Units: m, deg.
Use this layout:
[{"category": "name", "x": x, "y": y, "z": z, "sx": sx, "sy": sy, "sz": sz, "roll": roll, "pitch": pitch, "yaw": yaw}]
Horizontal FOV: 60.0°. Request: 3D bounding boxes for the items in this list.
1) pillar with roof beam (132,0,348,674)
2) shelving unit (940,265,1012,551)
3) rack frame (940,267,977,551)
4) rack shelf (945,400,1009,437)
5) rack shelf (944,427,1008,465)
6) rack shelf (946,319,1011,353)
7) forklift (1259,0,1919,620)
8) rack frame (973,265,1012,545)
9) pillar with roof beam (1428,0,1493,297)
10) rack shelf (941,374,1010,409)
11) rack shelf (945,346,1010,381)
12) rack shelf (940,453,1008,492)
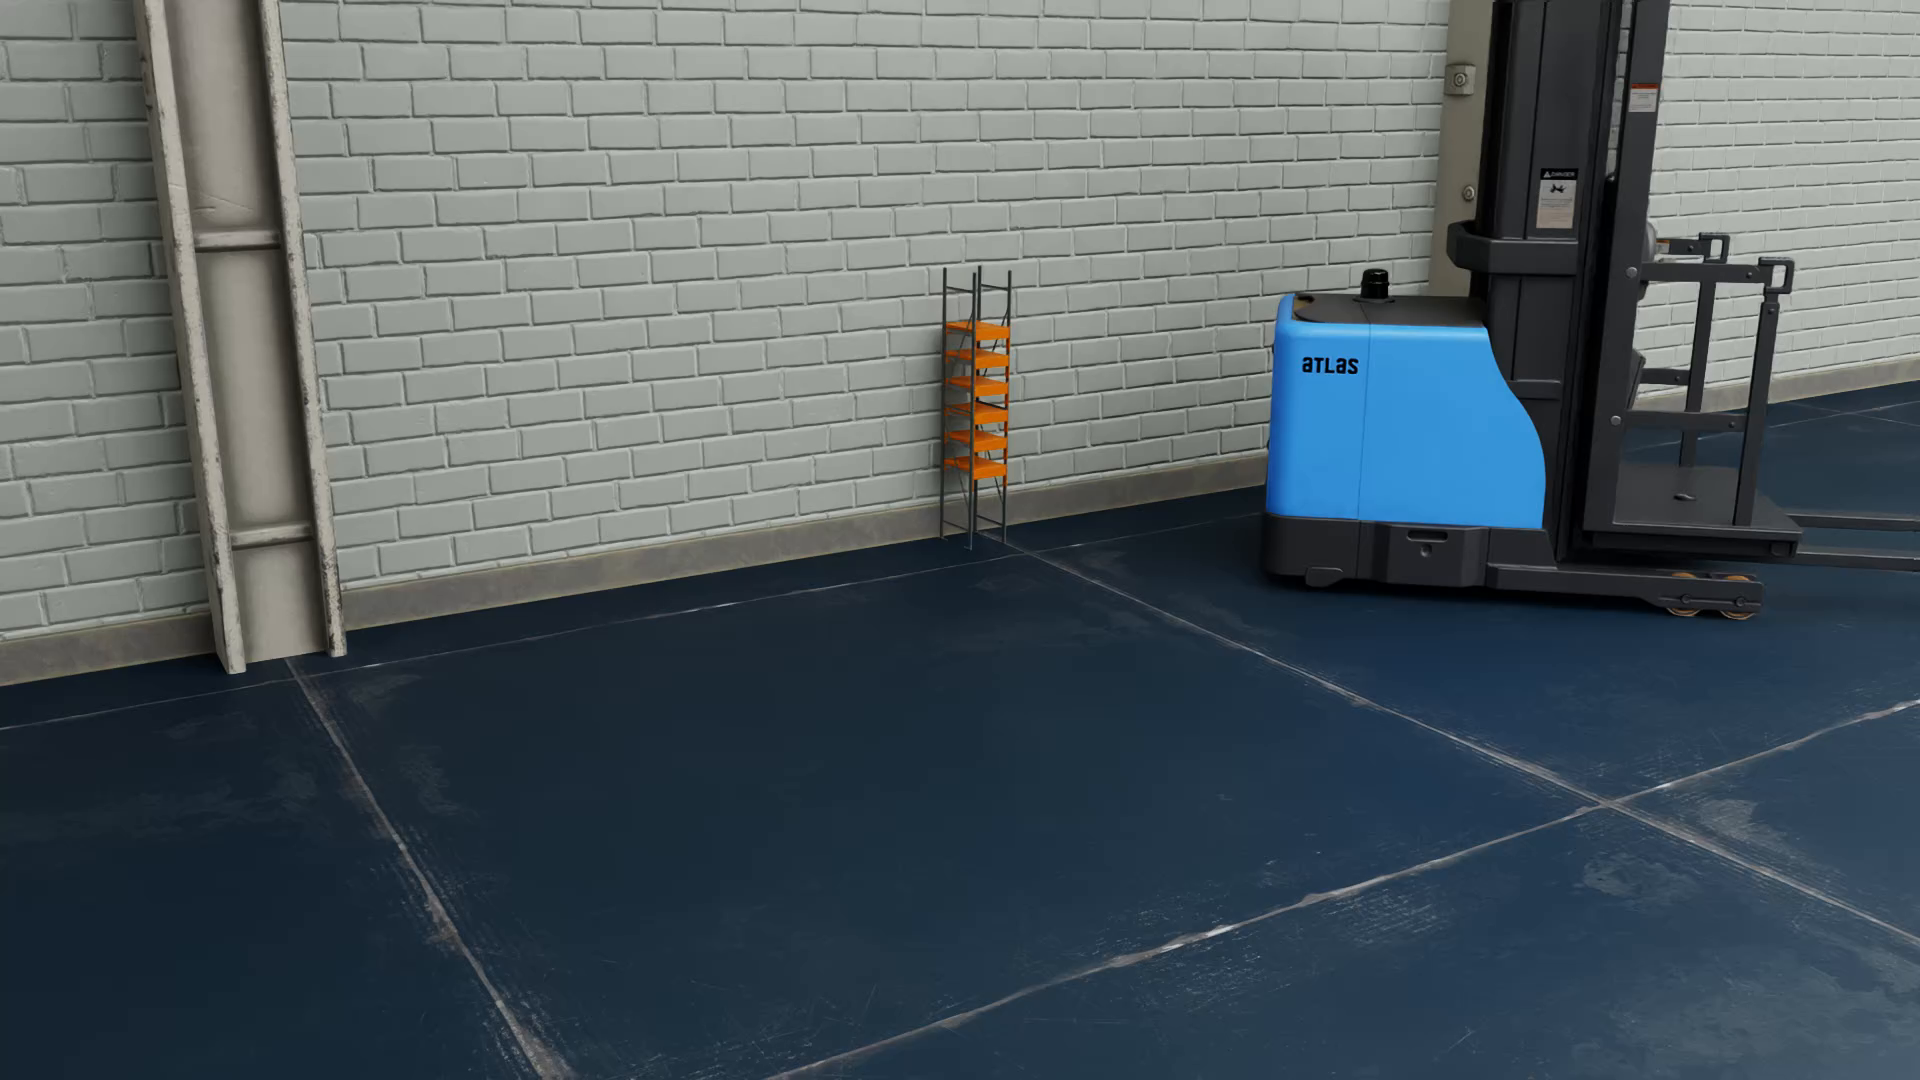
[{"category": "pillar with roof beam", "x": -0.222, "y": -2.935, "z": 1.207, "sx": 0.400, "sy": 9.000, "sz": 9.100, "roll": -9, "pitch": 18, "yaw": -30}, {"category": "shelving unit", "x": 0.064, "y": -0.572, "z": 7.220, "sx": 0.189, "sy": 1.200, "sz": 0.258, "roll": -10, "pitch": 19, "yaw": -34}, {"category": "rack frame", "x": -0.011, "y": -0.559, "z": 7.169, "sx": 0.006, "sy": 1.200, "sz": 0.240, "roll": -10, "pitch": 19, "yaw": -34}, {"category": "rack shelf", "x": 0.064, "y": -0.529, "z": 7.232, "sx": 0.180, "sy": 0.103, "sz": 0.258, "roll": -10, "pitch": 19, "yaw": -34}, {"category": "rack shelf", "x": 0.062, "y": -0.414, "z": 7.264, "sx": 0.180, "sy": 0.103, "sz": 0.258, "roll": -10, "pitch": 19, "yaw": -34}, {"category": "rack shelf", "x": 0.069, "y": -0.876, "z": 7.137, "sx": 0.180, "sy": 0.103, "sz": 0.258, "roll": -10, "pitch": 19, "yaw": -34}, {"category": "forklift", "x": 2.786, "y": -1.264, "z": 6.489, "sx": 3.031, "sy": 2.935, "sz": 1.130, "roll": 3, "pitch": 16, "yaw": 11}, {"category": "rack frame", "x": 0.139, "y": -0.585, "z": 7.271, "sx": 0.006, "sy": 1.200, "sz": 0.240, "roll": -10, "pitch": 19, "yaw": -34}, {"category": "pillar with roof beam", "x": 4.921, "y": -3.769, "z": 4.183, "sx": 0.400, "sy": 9.000, "sz": 9.100, "roll": -9, "pitch": 18, "yaw": -30}, {"category": "rack shelf", "x": 0.065, "y": -0.645, "z": 7.200, "sx": 0.180, "sy": 0.103, "sz": 0.258, "roll": -10, "pitch": 19, "yaw": -34}, {"category": "rack shelf", "x": 0.067, "y": -0.761, "z": 7.168, "sx": 0.180, "sy": 0.103, "sz": 0.258, "roll": -10, "pitch": 19, "yaw": -34}, {"category": "rack shelf", "x": 0.060, "y": -0.298, "z": 7.295, "sx": 0.180, "sy": 0.103, "sz": 0.258, "roll": -10, "pitch": 19, "yaw": -34}]
